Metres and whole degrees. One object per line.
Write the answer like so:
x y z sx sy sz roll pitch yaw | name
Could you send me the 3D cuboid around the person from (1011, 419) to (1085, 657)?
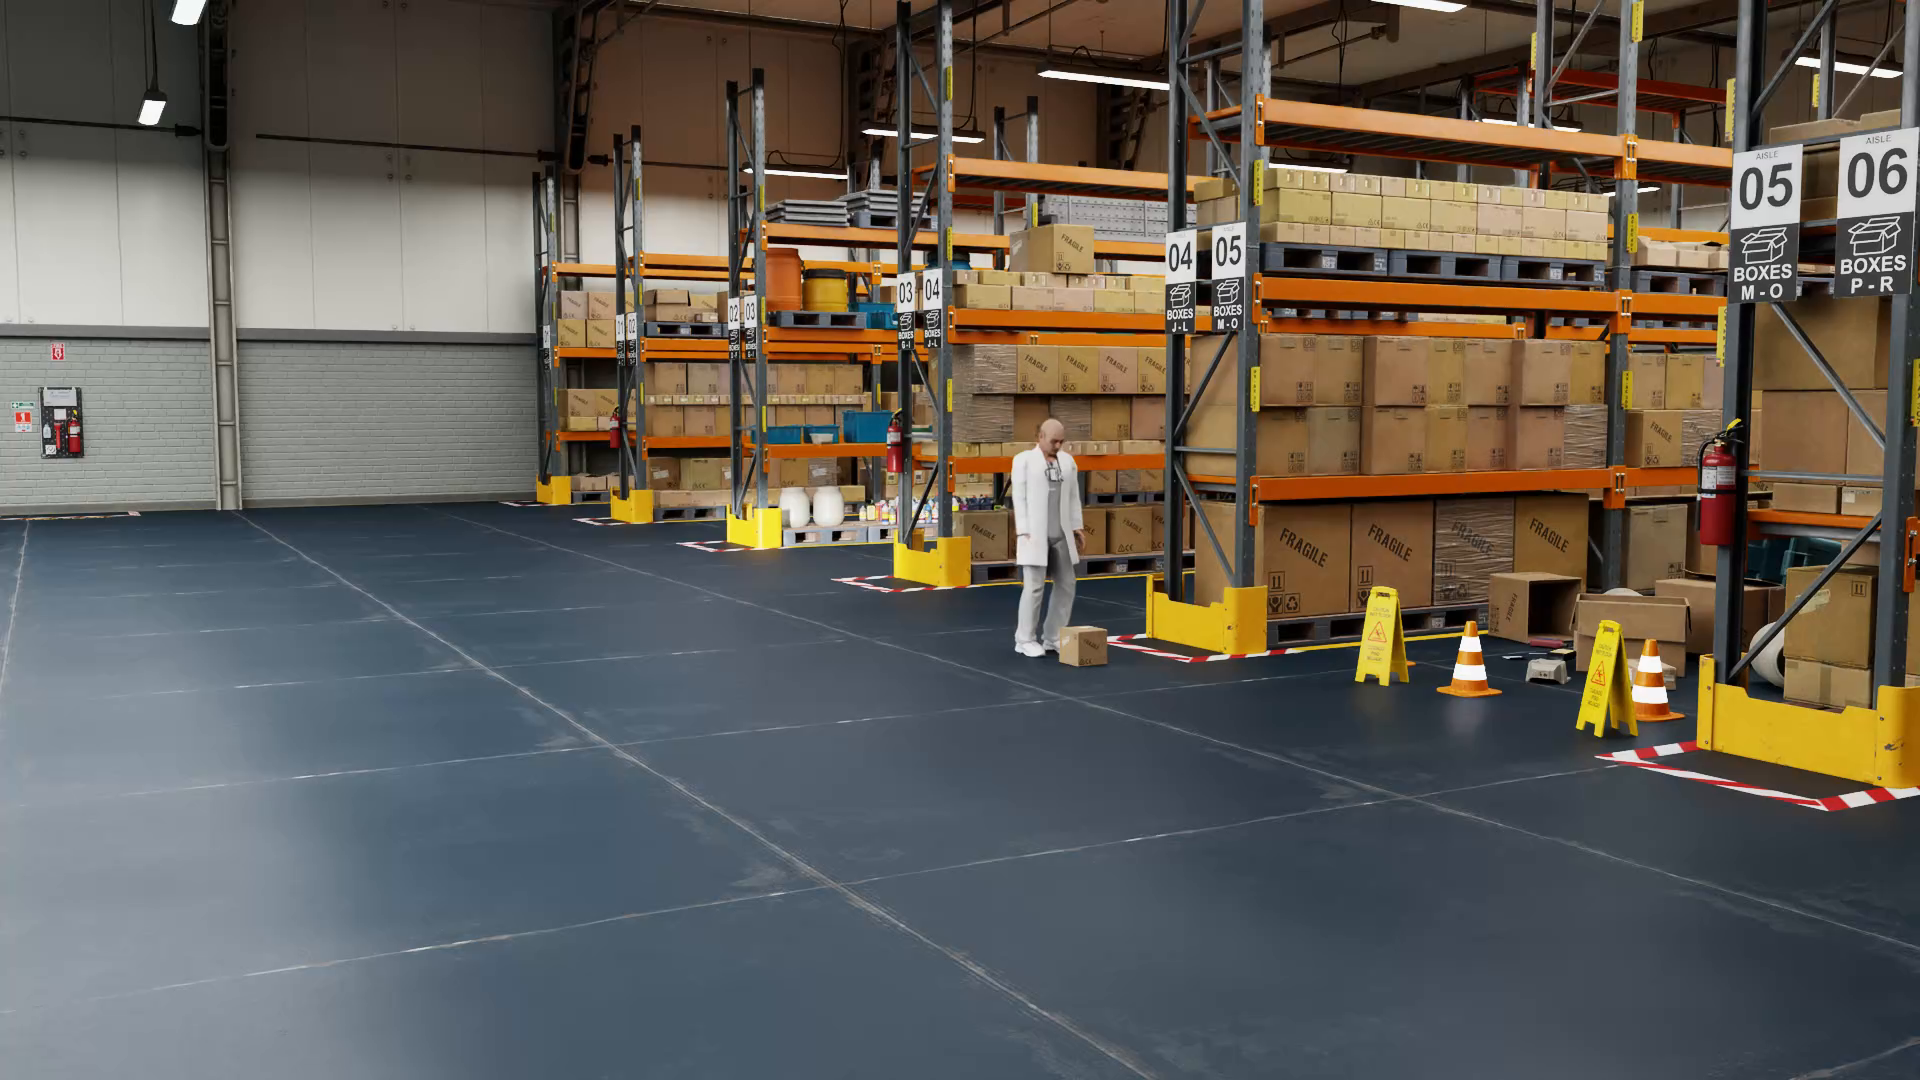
0.665 -0.021 12.400 0.572 1.757 0.378 -3 6 -27 | person
